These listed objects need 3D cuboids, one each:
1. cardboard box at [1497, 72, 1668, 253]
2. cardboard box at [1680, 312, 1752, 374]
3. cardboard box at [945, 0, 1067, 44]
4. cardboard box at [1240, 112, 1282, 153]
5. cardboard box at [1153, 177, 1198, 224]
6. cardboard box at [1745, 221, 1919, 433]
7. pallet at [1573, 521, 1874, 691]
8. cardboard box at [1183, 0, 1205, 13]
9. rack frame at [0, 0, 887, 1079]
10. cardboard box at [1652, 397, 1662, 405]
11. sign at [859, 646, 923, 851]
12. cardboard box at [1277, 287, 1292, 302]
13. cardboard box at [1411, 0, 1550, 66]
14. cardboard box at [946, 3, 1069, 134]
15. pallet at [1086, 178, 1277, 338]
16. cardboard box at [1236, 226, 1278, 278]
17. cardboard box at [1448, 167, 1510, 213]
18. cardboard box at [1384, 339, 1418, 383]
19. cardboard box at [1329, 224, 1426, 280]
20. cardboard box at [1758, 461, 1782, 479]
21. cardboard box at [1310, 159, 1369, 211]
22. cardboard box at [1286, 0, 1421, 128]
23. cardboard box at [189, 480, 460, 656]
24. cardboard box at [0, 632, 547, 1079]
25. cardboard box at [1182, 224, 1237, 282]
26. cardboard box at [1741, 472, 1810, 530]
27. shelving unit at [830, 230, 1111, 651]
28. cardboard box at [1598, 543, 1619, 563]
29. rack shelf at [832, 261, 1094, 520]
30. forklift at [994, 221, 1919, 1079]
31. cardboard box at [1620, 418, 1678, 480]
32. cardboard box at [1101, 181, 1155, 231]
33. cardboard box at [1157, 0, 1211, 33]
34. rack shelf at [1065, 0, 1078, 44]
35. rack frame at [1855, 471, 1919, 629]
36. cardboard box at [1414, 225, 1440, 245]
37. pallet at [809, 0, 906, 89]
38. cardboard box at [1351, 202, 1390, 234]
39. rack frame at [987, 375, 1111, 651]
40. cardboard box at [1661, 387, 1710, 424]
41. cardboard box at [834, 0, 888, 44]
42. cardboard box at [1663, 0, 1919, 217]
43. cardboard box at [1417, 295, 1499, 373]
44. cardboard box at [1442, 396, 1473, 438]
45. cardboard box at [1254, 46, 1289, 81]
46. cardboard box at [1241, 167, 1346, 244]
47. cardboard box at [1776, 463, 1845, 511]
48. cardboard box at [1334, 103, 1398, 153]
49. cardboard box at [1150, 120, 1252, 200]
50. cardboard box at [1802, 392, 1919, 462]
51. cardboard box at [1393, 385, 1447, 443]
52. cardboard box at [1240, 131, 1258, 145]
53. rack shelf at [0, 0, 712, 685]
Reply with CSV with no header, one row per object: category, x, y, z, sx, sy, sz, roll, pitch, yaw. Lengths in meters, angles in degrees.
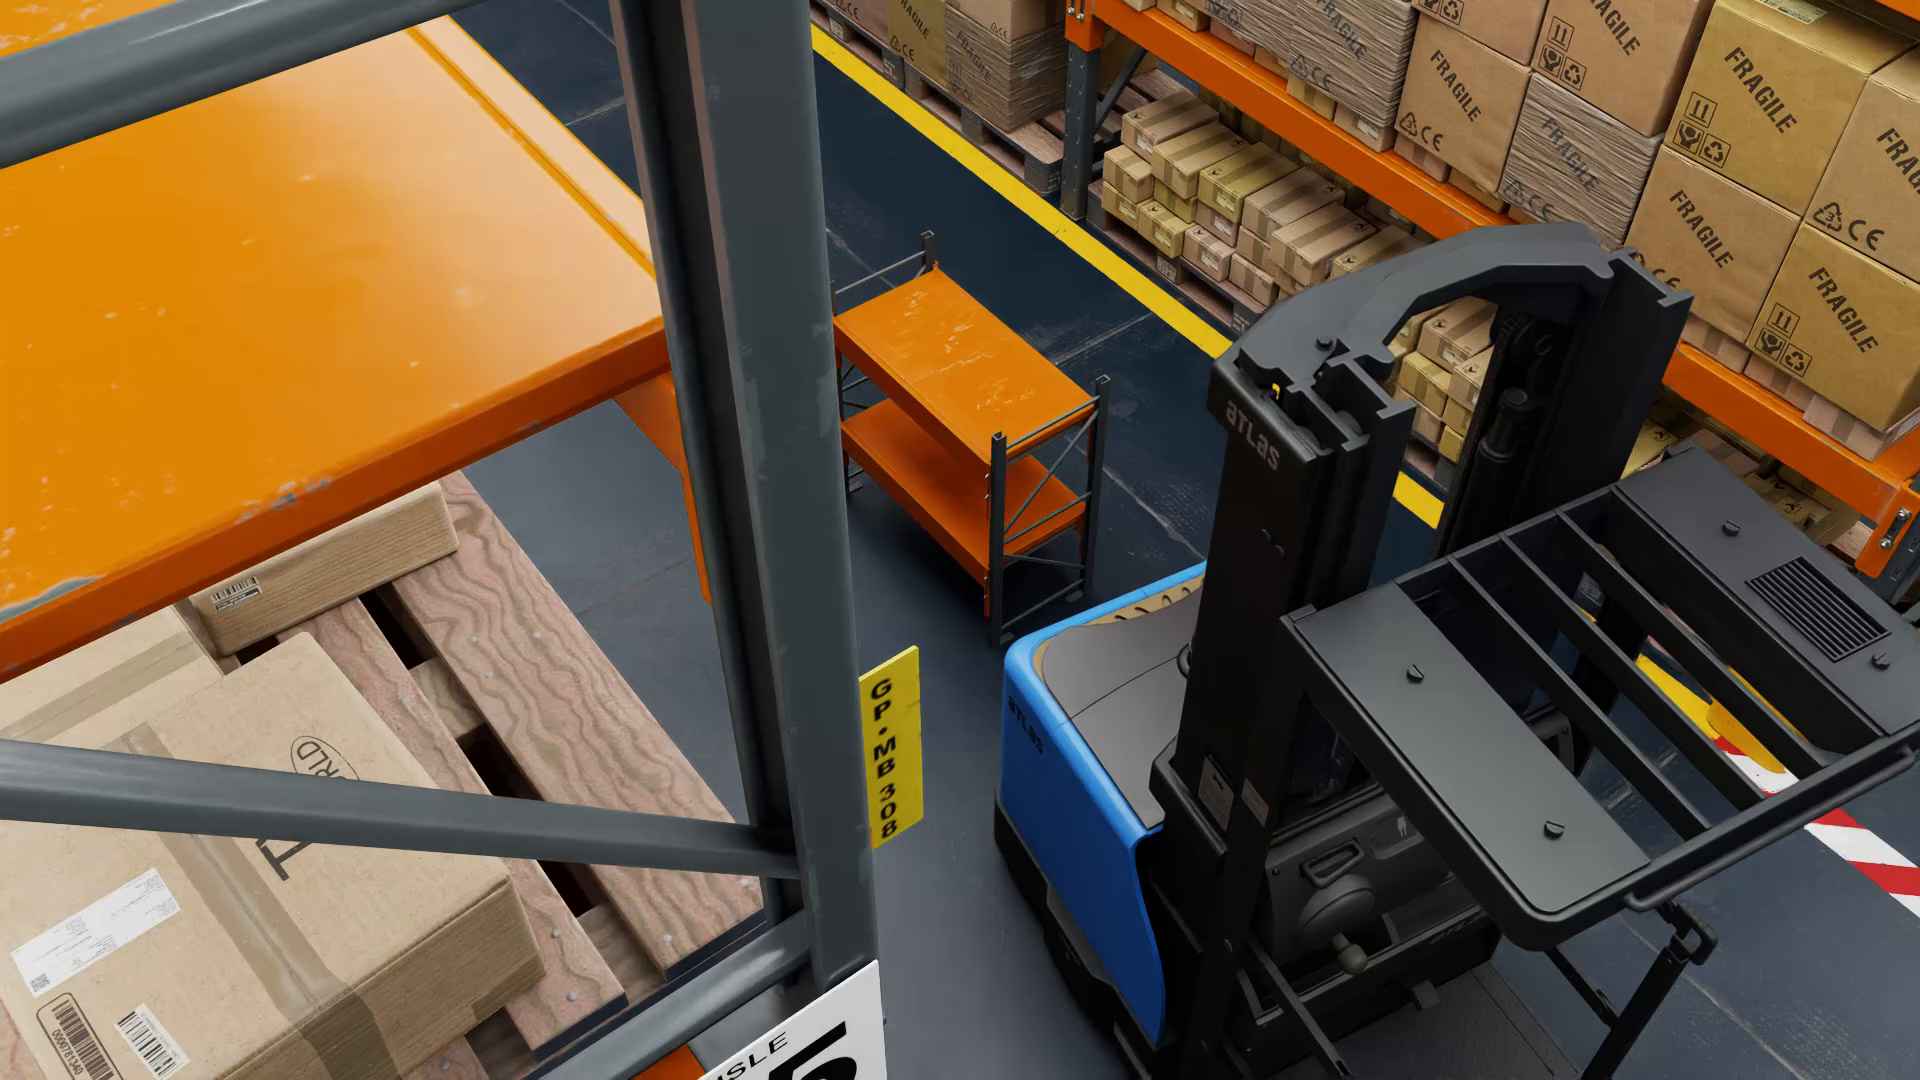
cardboard box,2.249,-1.349,5.679,0.500,0.500,0.500,-29,54,-24
cardboard box,2.642,-0.751,5.574,0.380,0.149,0.250,-30,54,-24
cardboard box,0.274,-2.703,8.072,0.500,0.250,0.500,-31,55,-25
cardboard box,1.535,-1.981,7.759,0.380,0.149,0.250,-29,54,-24
cardboard box,1.116,-1.641,7.652,0.380,0.149,0.250,-29,54,-24
cardboard box,2.872,-0.748,5.134,0.500,0.500,0.500,-28,54,-23
pallet,2.839,-0.068,6.668,1.003,0.211,1.213,-29,54,-24
cardboard box,1.026,-2.552,6.770,0.500,0.500,0.500,-30,55,-25
rack frame,-0.530,-0.200,0.856,1.000,3.000,0.127,-29,54,-24
cardboard box,2.827,-0.664,6.766,0.380,0.149,0.250,-28,54,-23
sign,-0.085,0.242,1.837,0.100,0.325,0.005,-29,54,-24
cardboard box,1.628,-1.098,7.360,0.380,0.149,0.250,-32,55,-25
cardboard box,1.922,-2.004,5.598,0.500,0.500,0.500,-31,55,-25
cardboard box,0.278,-2.448,8.348,0.500,0.500,0.500,-30,55,-25
pallet,1.361,-1.507,7.972,1.003,0.211,1.213,-29,54,-24
cardboard box,1.453,-1.353,7.391,0.380,0.149,0.250,-32,55,-26
cardboard box,2.043,-1.394,6.158,0.380,0.149,0.250,-29,54,-23
cardboard box,1.833,-0.846,6.931,0.380,0.149,0.250,-29,54,-24
cardboard box,1.778,-1.141,6.998,0.380,0.149,0.250,-32,55,-25
cardboard box,3.115,-0.359,6.490,0.380,0.149,0.250,-30,54,-24
cardboard box,1.787,-1.650,7.459,0.380,0.149,0.250,-28,54,-23
cardboard box,1.608,-1.950,6.224,0.500,0.500,0.500,-31,55,-25
cardboard box,-1.006,-0.027,2.543,0.380,0.149,0.250,-28,53,-23
cardboard box,-0.874,0.458,2.034,0.500,0.250,0.500,-34,56,-27
cardboard box,1.244,-1.368,7.605,0.380,0.149,0.250,-30,54,-24
cardboard box,2.826,-0.047,6.006,0.380,0.149,0.250,-29,54,-24
shelving unit,0.004,-0.374,6.328,0.538,1.125,1.048,-29,54,-24
cardboard box,2.627,0.028,6.339,0.380,0.149,0.250,-28,54,-23
rack shelf,0.004,-0.570,6.112,0.538,0.278,1.000,-29,54,-24
forklift,1.246,0.856,3.994,1.130,2.935,3.031,-21,51,-18
cardboard box,2.462,-0.317,6.250,0.380,0.149,0.250,-31,55,-25
cardboard box,0.891,-1.648,7.859,0.380,0.149,0.250,-32,55,-25
cardboard box,1.053,-2.306,6.985,0.380,0.149,0.250,-28,54,-23
rack shelf,-0.284,-3.761,8.620,1.077,0.370,4.000,-29,54,-24
rack frame,3.349,-0.465,5.146,1.000,3.000,0.127,-29,54,-24
cardboard box,2.197,-1.378,7.213,0.380,0.149,0.250,-31,55,-25
pallet,-0.289,-3.065,9.385,1.003,0.211,1.213,-29,54,-24
cardboard box,1.964,-1.426,7.457,0.380,0.149,0.250,-28,54,-23
rack frame,0.312,-0.074,6.057,0.500,1.125,0.032,-29,54,-24
cardboard box,2.988,-0.624,6.529,0.380,0.149,0.250,-30,54,-24
cardboard box,-0.340,-3.056,8.898,0.500,0.500,0.500,-31,55,-25
cardboard box,2.567,-1.391,5.042,0.500,0.500,0.500,-31,55,-25
cardboard box,2.077,-0.836,6.722,0.380,0.149,0.250,-31,55,-25
cardboard box,2.162,-0.537,6.651,0.380,0.149,0.250,-29,54,-23
cardboard box,1.416,-2.010,6.716,0.380,0.149,0.250,-32,55,-25
cardboard box,1.458,-1.451,7.279,0.380,0.149,0.250,-31,55,-25
cardboard box,3.302,-0.310,6.244,0.380,0.149,0.250,-32,55,-26
cardboard box,1.674,-1.671,6.408,0.380,0.149,0.250,-27,53,-22
cardboard box,1.090,-1.722,7.524,0.380,0.149,0.250,-27,53,-22
cardboard box,2.926,-0.446,5.298,0.380,0.149,0.250,-29,54,-24
cardboard box,2.022,-0.598,6.907,0.380,0.149,0.250,-28,54,-23
cardboard box,1.544,-1.910,7.896,0.380,0.149,0.250,-32,55,-26
rack shelf,-1.741,-1.003,2.340,1.077,0.370,4.000,-29,54,-24
